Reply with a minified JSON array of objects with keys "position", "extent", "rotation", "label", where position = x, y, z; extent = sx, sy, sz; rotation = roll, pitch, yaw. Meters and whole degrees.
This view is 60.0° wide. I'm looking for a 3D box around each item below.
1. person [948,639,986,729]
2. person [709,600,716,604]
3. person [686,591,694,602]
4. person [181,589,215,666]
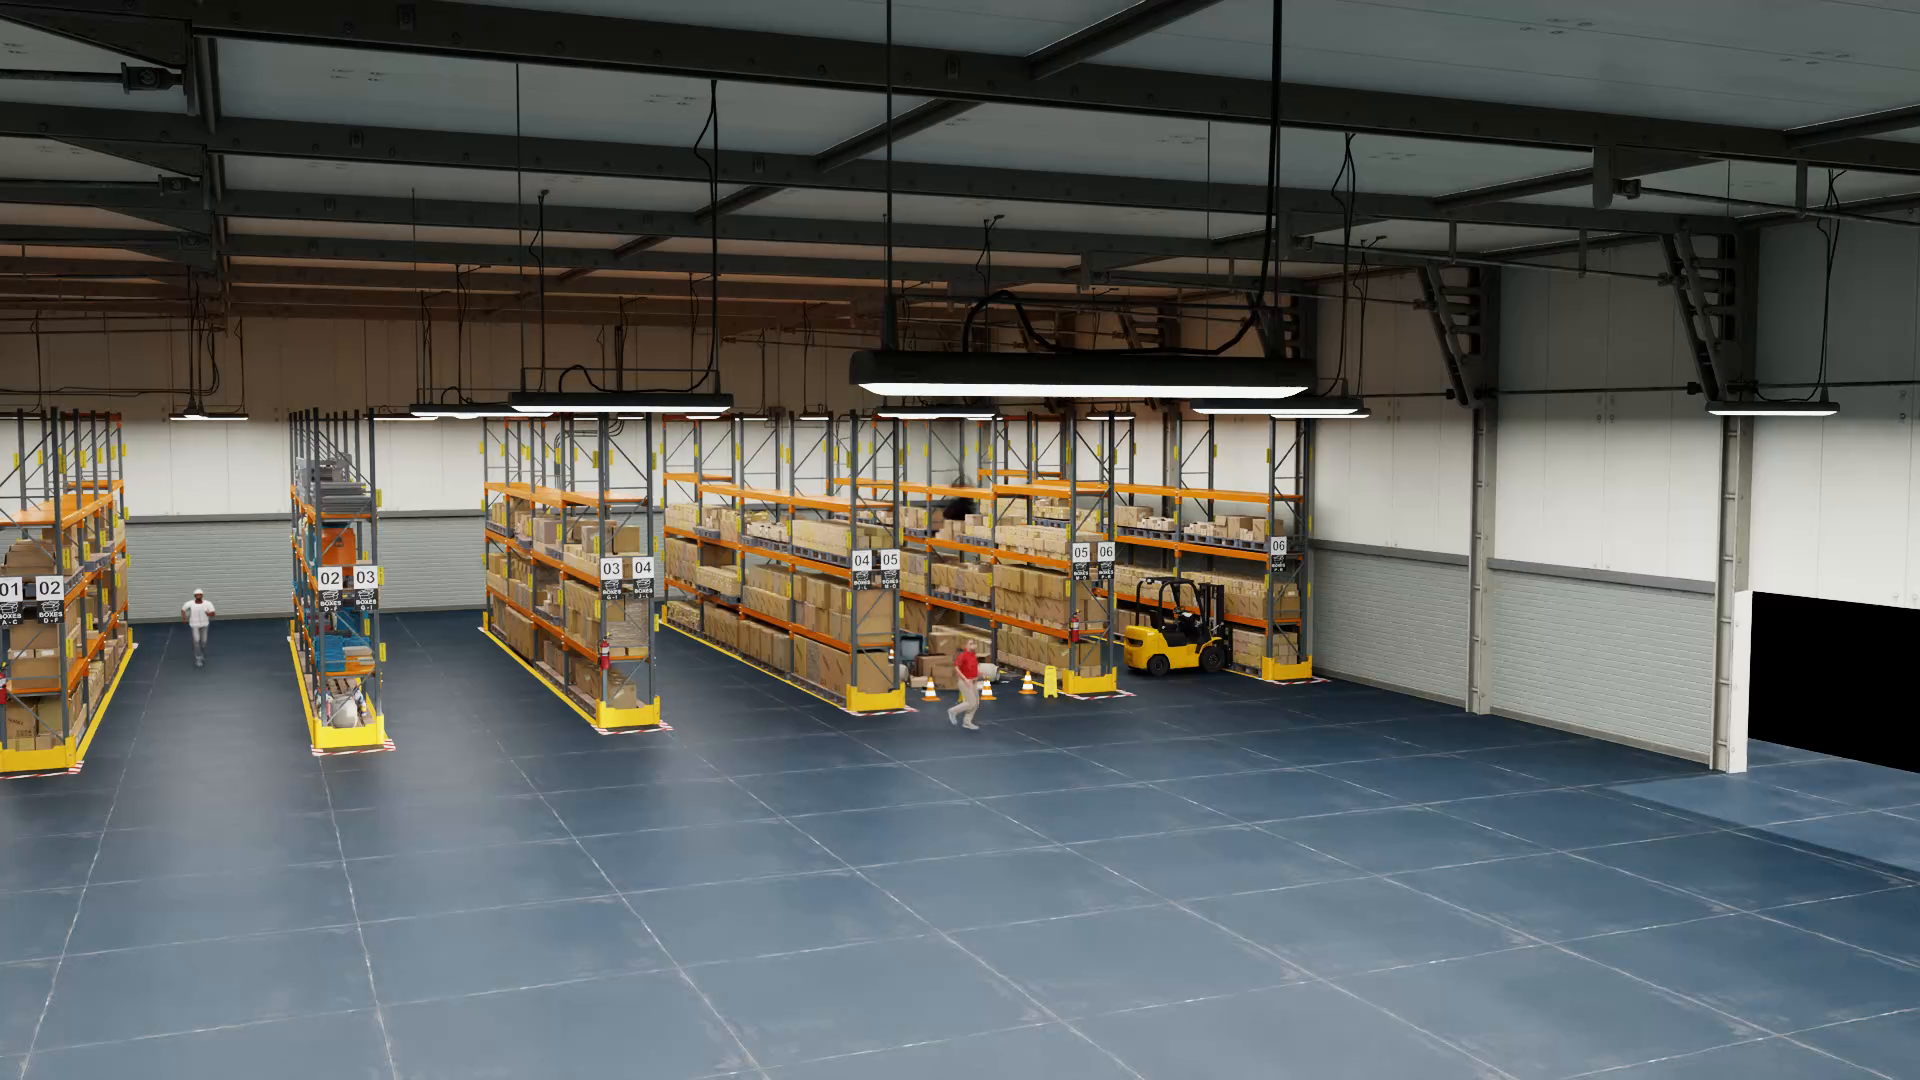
[{"position":[0.148,2.699,31.251],"extent":[0.647,1.701,0.653],"rotation":[2,4,25],"label":"person"},{"position":[-7.575,1.413,49.433],"extent":[0.780,1.813,0.764],"rotation":[2,5,31],"label":"person"},{"position":[-7.915,1.439,49.450],"extent":[0.579,1.677,0.643],"rotation":[-2,4,-24],"label":"person"},{"position":[-18.058,2.054,39.486],"extent":[0.687,1.788,0.918],"rotation":[-3,5,-36],"label":"person"}]
